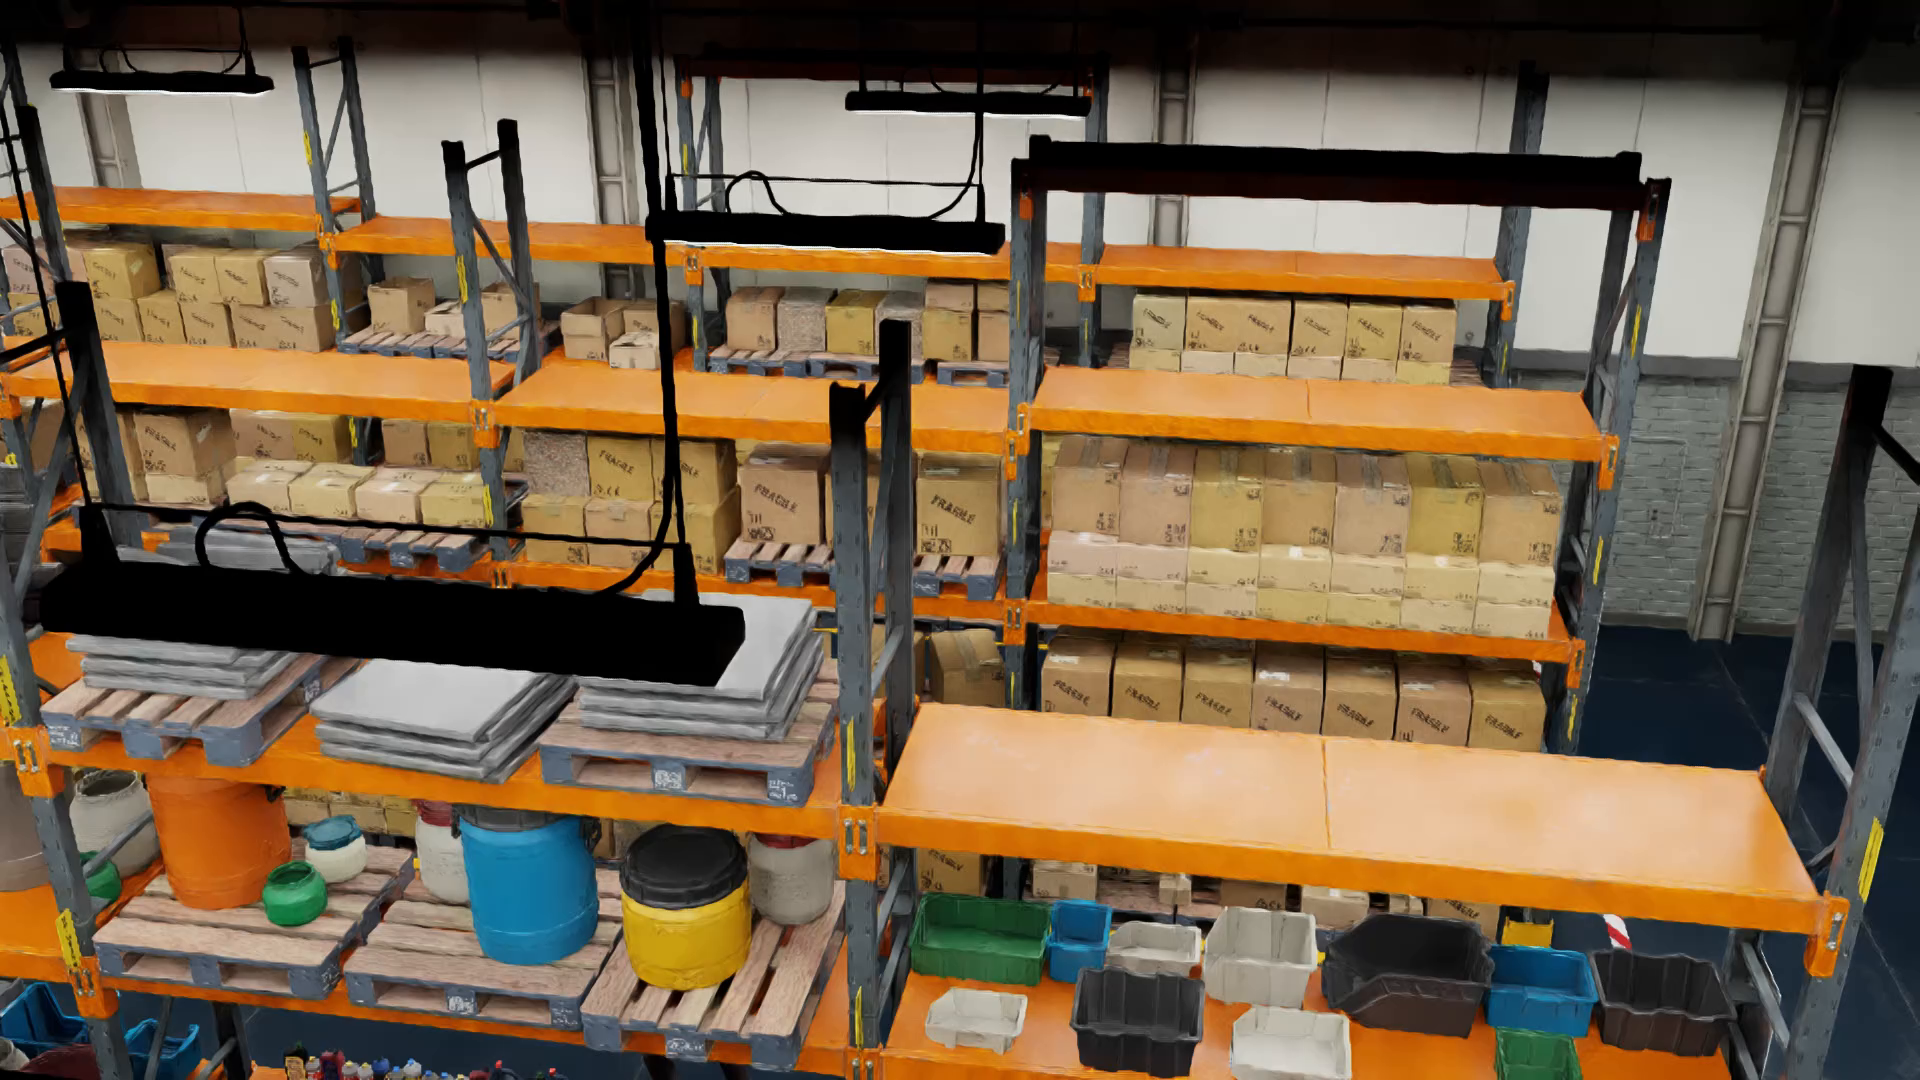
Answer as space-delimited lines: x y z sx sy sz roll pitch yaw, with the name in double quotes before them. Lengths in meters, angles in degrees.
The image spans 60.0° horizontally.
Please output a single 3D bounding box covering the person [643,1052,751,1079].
"person" -1.788 3.085 10.974 0.836 1.660 0.678 6 24 14
